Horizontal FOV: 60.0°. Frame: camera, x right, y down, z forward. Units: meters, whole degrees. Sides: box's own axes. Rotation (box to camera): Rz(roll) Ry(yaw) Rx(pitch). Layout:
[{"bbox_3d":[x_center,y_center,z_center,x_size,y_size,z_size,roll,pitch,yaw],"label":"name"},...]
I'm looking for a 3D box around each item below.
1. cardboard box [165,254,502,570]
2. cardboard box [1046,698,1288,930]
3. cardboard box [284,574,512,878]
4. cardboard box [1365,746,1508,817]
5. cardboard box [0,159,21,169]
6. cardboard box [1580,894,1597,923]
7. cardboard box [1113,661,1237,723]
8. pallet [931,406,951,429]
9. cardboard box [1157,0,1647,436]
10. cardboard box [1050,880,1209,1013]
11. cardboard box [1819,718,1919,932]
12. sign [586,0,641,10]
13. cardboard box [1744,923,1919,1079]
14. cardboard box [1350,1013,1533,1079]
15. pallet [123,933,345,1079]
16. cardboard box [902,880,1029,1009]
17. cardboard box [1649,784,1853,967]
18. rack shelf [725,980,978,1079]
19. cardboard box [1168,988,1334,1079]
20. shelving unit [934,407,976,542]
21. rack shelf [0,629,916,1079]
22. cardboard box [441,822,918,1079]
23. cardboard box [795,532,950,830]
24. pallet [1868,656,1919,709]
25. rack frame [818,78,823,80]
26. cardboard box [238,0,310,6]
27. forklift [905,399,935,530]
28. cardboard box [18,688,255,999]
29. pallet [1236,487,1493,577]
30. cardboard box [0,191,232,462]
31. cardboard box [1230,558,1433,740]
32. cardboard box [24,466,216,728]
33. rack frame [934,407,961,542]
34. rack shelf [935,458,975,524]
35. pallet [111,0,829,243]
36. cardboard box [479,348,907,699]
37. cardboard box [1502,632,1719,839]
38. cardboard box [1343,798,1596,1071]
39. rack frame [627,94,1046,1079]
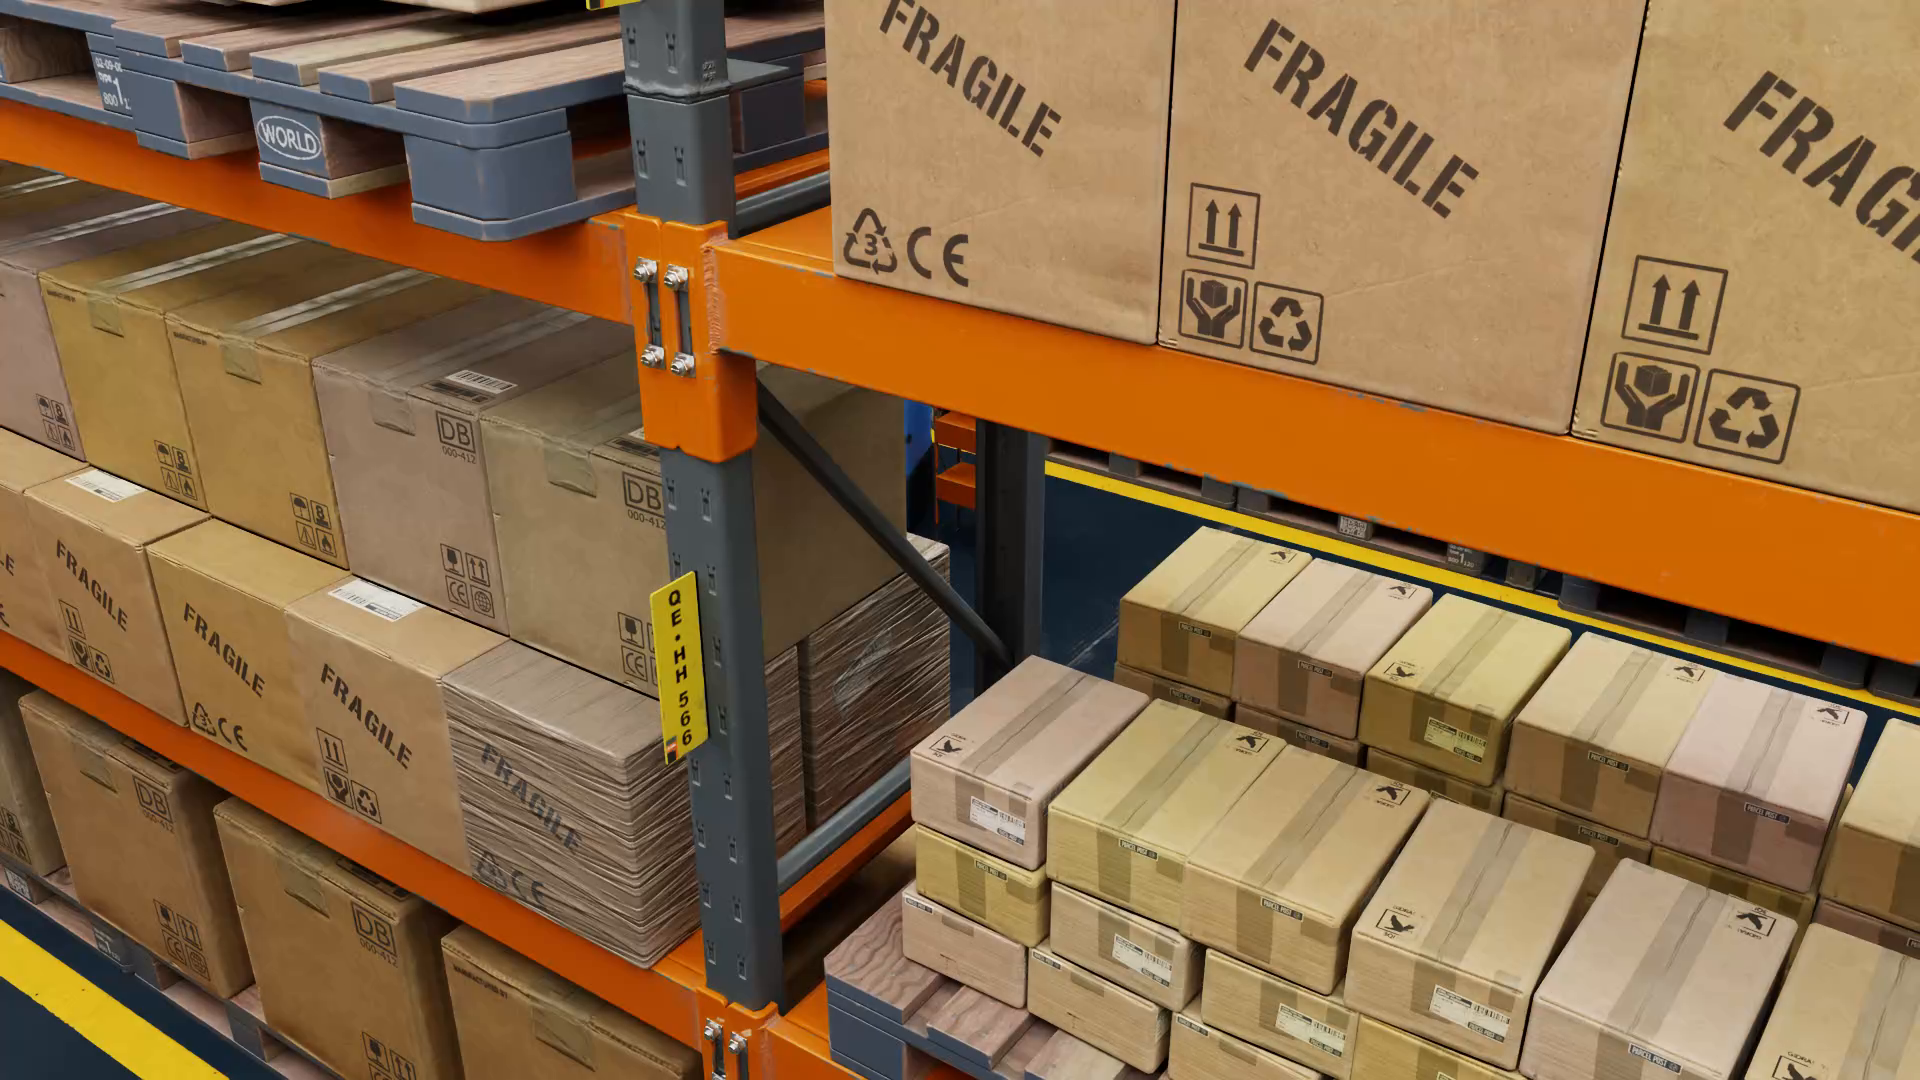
[{"bbox_3d":[-1.357,-0.348,3.914,0.500,0.500,0.700,17,31,30],"label":"cardboard box"},{"bbox_3d":[0.344,0.440,2.735,0.250,0.149,0.380,16,31,29],"label":"cardboard box"},{"bbox_3d":[-1.084,0.333,3.678,0.500,0.500,0.500,17,32,30],"label":"cardboard box"},{"bbox_3d":[0.954,0.405,3.133,0.250,0.149,0.380,18,32,31],"label":"cardboard box"},{"bbox_3d":[-3.035,-0.870,4.940,0.500,0.500,0.700,17,31,29],"label":"cardboard box"},{"bbox_3d":[1.136,0.597,3.084,0.250,0.149,0.380,17,31,30],"label":"cardboard box"},{"bbox_3d":[0.515,0.271,3.397,0.250,0.149,0.380,18,32,31],"label":"cardboard box"},{"bbox_3d":[0.086,-0.892,9.269,1.213,0.211,1.003,17,32,30],"label":"pallet"},{"bbox_3d":[0.586,-0.488,1.984,0.500,0.500,0.500,17,32,30],"label":"cardboard box"},{"bbox_3d":[0.359,0.582,2.785,0.250,0.149,0.380,19,33,33],"label":"cardboard box"},{"bbox_3d":[1.578,0.469,2.680,0.250,0.149,0.380,19,33,33],"label":"cardboard box"},{"bbox_3d":[-0.471,-0.875,2.199,0.005,0.325,0.100,17,32,30],"label":"sign"},{"bbox_3d":[1.205,0.709,2.207,0.250,0.149,0.380,18,32,32],"label":"cardboard box"},{"bbox_3d":[0.789,0.714,2.526,0.250,0.149,0.380,17,32,31],"label":"cardboard box"},{"bbox_3d":[-1.759,1.220,5.119,1.213,0.211,1.003,17,32,30],"label":"pallet"},{"bbox_3d":[0.104,0.637,3.005,0.250,0.149,0.380,17,31,30],"label":"cardboard box"},{"bbox_3d":[1.364,0.534,2.879,0.250,0.149,0.380,17,32,30],"label":"cardboard box"},{"bbox_3d":[1.498,1.356,2.572,4.000,0.370,1.077,17,32,30],"label":"rack shelf"},{"bbox_3d":[0.548,0.775,2.734,0.250,0.149,0.380,19,33,33],"label":"cardboard box"},{"bbox_3d":[0.044,-0.454,7.485,0.252,1.050,0.215,17,32,30],"label":"shelving unit"},{"bbox_3d":[-1.799,0.329,4.590,4.000,0.370,1.077,17,32,30],"label":"rack shelf"},{"bbox_3d":[-0.601,1.147,4.206,0.750,0.750,1.050,17,31,30],"label":"cardboard box"},{"bbox_3d":[-0.368,0.261,3.820,0.500,0.500,0.500,18,32,31],"label":"cardboard box"},{"bbox_3d":[4.350,0.480,6.574,1.213,0.211,1.003,17,32,30],"label":"pallet"},{"bbox_3d":[-0.556,-2.334,9.029,0.127,3.000,1.000,17,32,30],"label":"rack frame"},{"bbox_3d":[-1.182,-1.163,2.947,0.500,0.311,0.500,17,32,30],"label":"cardboard box"},{"bbox_3d":[-1.698,-1.479,7.424,3.031,2.935,1.130,7,28,14],"label":"forklift"},{"bbox_3d":[-2.092,0.685,5.114,0.750,0.750,1.050,17,32,30],"label":"cardboard box"},{"bbox_3d":[2.098,-0.265,8.038,1.213,0.211,1.003,17,32,30],"label":"pallet"},{"bbox_3d":[-2.194,-0.609,4.427,0.500,0.500,0.700,18,32,31],"label":"cardboard box"},{"bbox_3d":[0.719,0.201,3.206,0.250,0.149,0.380,17,31,30],"label":"cardboard box"},{"bbox_3d":[-1.921,0.075,4.186,0.500,0.500,0.500,18,32,31],"label":"cardboard box"},{"bbox_3d":[-0.056,-0.485,7.546,0.008,1.050,0.200,17,32,30],"label":"rack frame"},{"bbox_3d":[0.044,-0.197,7.616,0.240,0.259,0.215,17,32,30],"label":"rack shelf"},{"bbox_3d":[-0.711,-0.876,3.066,1.003,0.211,1.213,19,33,33],"label":"pallet"},{"bbox_3d":[-0.515,-0.087,3.402,0.500,0.500,0.700,17,32,30],"label":"cardboard box"},{"bbox_3d":[1.157,0.336,2.941,0.250,0.149,0.380,18,32,32],"label":"cardboard box"},{"bbox_3d":[0.761,0.573,2.474,0.250,0.149,0.380,16,31,28],"label":"cardboard box"},{"bbox_3d":[-0.150,0.522,3.418,0.127,3.000,1.000,17,32,30],"label":"rack frame"}]
